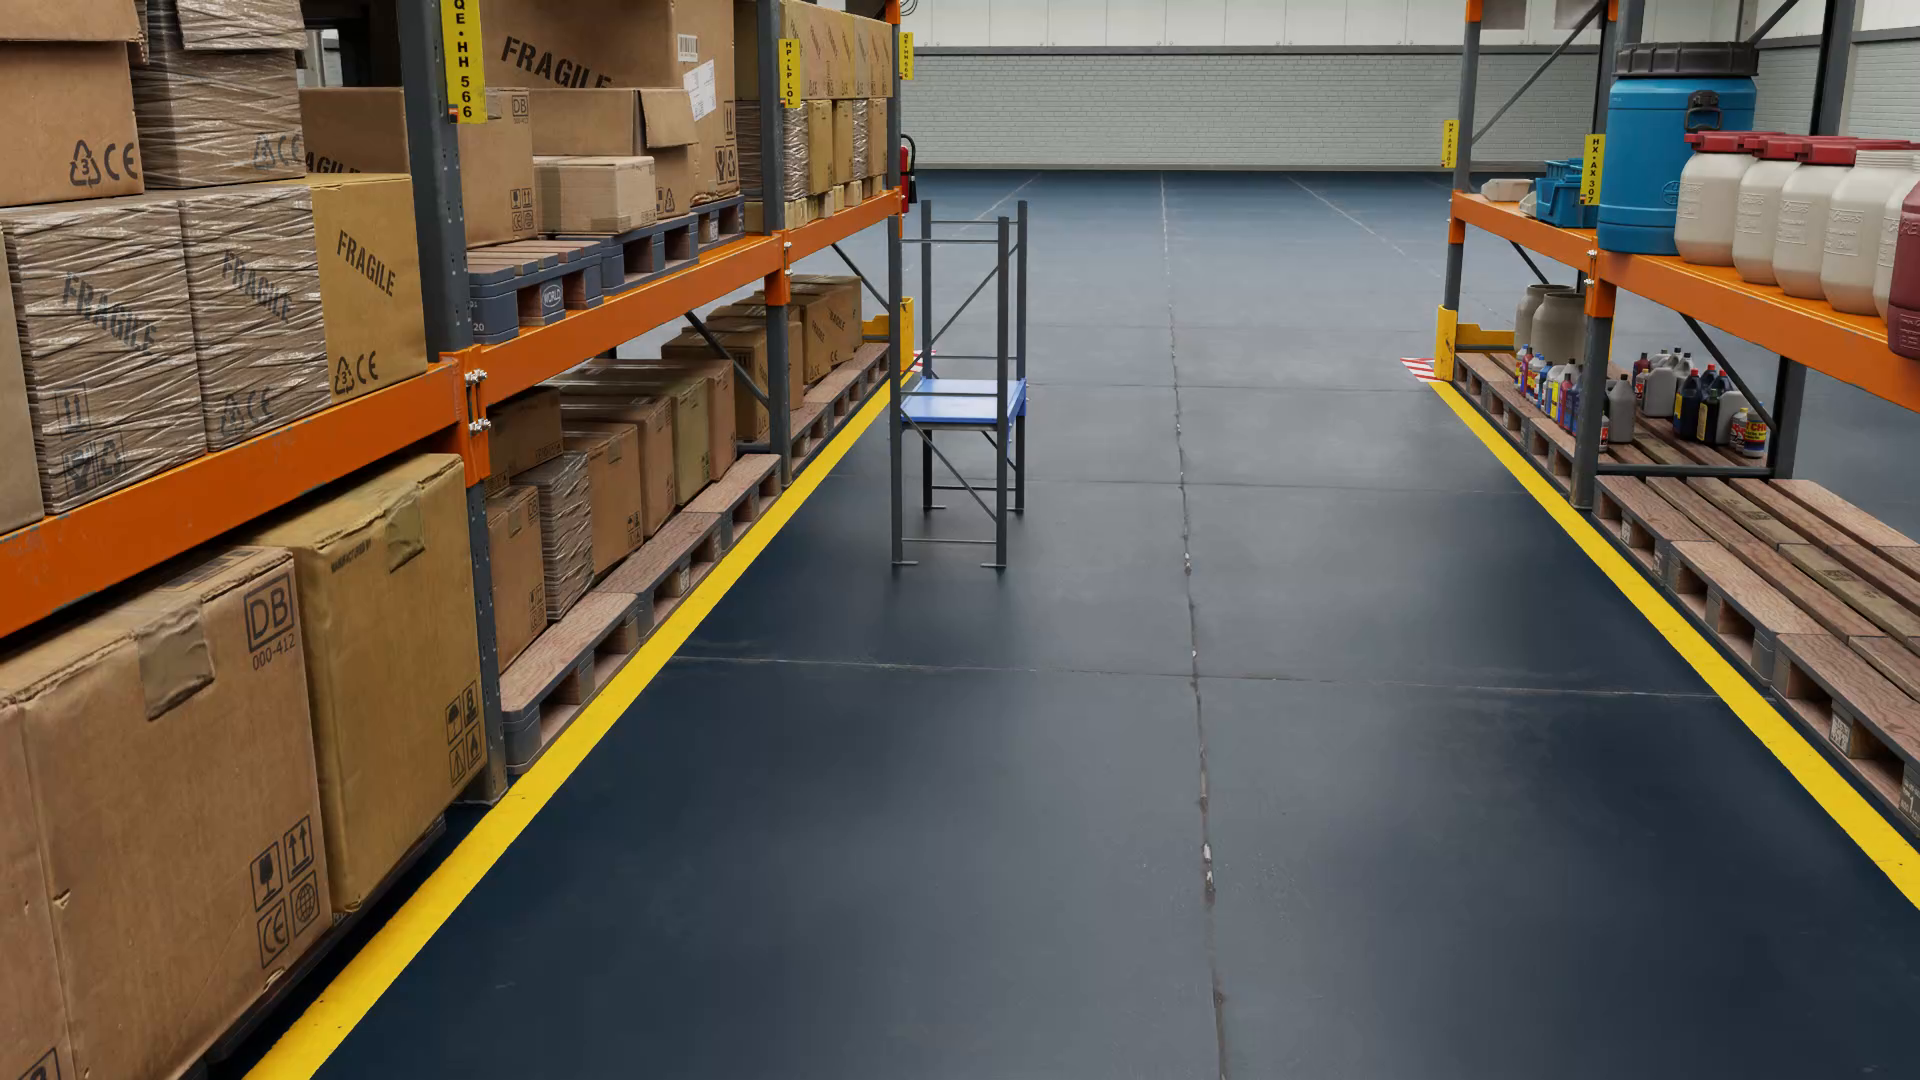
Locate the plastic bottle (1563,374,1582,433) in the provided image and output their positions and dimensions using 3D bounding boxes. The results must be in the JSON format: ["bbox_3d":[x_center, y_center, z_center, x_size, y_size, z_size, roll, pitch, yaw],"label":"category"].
[{"bbox_3d":[3.344,-0.754,8.934,0.144,0.351,0.185,1,15,3],"label":"plastic bottle"}]

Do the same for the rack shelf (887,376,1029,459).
[{"bbox_3d":[0.010,-0.572,7.595,0.538,0.185,1.000,2,15,6],"label":"rack shelf"}]

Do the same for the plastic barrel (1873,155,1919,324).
[{"bbox_3d":[2.989,-0.884,4.971,0.421,0.512,0.421,0,15,0],"label":"plastic barrel"}]

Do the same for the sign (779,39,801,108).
[{"bbox_3d":[-0.833,-2.284,8.144,0.100,0.325,0.005,2,15,6],"label":"sign"}]

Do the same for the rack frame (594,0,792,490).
[{"bbox_3d":[-1.385,-1.740,8.352,1.000,3.000,0.127,2,15,6],"label":"rack frame"}]

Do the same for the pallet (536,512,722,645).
[{"bbox_3d":[-1.607,0.125,6.796,1.003,0.211,1.213,2,15,6],"label":"pallet"}]

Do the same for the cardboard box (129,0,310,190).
[{"bbox_3d":[-1.935,-1.046,3.672,0.797,0.503,0.637,2,15,8],"label":"cardboard box"}]

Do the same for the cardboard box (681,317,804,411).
[{"bbox_3d":[-1.243,-0.988,9.553,0.500,0.500,0.500,7,17,24],"label":"cardboard box"}]

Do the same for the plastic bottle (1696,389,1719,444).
[{"bbox_3d":[3.911,-0.653,8.692,0.061,0.283,0.133,2,15,6],"label":"plastic bottle"}]

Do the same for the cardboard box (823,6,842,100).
[{"bbox_3d":[-0.970,-2.784,9.533,0.500,0.500,0.500,2,15,6],"label":"cardboard box"}]

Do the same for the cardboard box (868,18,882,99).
[{"bbox_3d":[-0.801,-3.173,10.972,0.500,0.500,0.500,2,15,6],"label":"cardboard box"}]

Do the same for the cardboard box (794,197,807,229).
[{"bbox_3d":[-1.021,-1.731,8.797,0.380,0.149,0.250,2,15,6],"label":"cardboard box"}]

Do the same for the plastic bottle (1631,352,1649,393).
[{"bbox_3d":[4.054,-0.982,9.909,0.061,0.283,0.133,2,15,6],"label":"plastic bottle"}]

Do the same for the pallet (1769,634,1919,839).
[{"bbox_3d":[3.211,0.589,5.079,1.003,0.211,1.213,2,15,6],"label":"pallet"}]

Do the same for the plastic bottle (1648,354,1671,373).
[{"bbox_3d":[4.160,-0.976,9.899,0.152,0.276,0.135,2,15,7],"label":"plastic bottle"}]

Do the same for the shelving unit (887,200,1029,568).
[{"bbox_3d":[0.010,-0.746,7.548,0.538,1.500,1.048,2,15,6],"label":"shelving unit"}]

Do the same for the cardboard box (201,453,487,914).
[{"bbox_3d":[-1.935,0.298,4.078,1.225,0.875,0.875,1,15,4],"label":"cardboard box"}]

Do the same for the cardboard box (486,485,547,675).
[{"bbox_3d":[-1.781,0.117,5.429,0.700,0.500,0.500,1,15,3],"label":"cardboard box"}]

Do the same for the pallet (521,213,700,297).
[{"bbox_3d":[-1.654,-1.125,6.444,1.003,0.211,1.213,2,15,6],"label":"pallet"}]

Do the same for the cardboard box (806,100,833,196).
[{"bbox_3d":[-1.182,-2.176,9.201,0.875,0.500,0.500,2,15,6],"label":"cardboard box"}]

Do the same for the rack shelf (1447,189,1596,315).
[{"bbox_3d":[3.762,-1.766,9.825,1.077,0.370,4.000,2,15,6],"label":"rack shelf"}]

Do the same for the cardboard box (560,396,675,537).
[{"bbox_3d":[-1.611,-0.319,7.042,0.700,0.500,0.500,0,15,1],"label":"cardboard box"}]

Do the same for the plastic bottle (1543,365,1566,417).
[{"bbox_3d":[3.403,-0.843,9.409,0.152,0.276,0.135,2,15,7],"label":"plastic bottle"}]

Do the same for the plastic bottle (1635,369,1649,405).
[{"bbox_3d":[4.018,-0.903,9.772,0.097,0.201,0.097,0,15,0],"label":"plastic bottle"}]

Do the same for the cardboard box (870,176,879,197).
[{"bbox_3d":[-0.767,-2.445,11.441,0.380,0.149,0.250,2,15,6],"label":"cardboard box"}]

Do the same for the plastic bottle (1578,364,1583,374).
[{"bbox_3d":[3.509,-0.844,9.397,0.061,0.283,0.133,2,15,6],"label":"plastic bottle"}]

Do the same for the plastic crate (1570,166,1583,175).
[{"bbox_3d":[4.149,-2.253,10.534,0.499,0.251,0.408,2,15,6],"label":"plastic crate"}]

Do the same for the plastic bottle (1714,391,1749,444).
[{"bbox_3d":[4.017,-0.647,8.682,0.152,0.276,0.135,2,15,8],"label":"plastic bottle"}]

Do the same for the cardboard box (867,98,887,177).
[{"bbox_3d":[-0.961,-2.695,11.120,0.875,0.500,0.500,2,15,6],"label":"cardboard box"}]

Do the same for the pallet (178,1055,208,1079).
[{"bbox_3d":[-2.141,1.161,2.965,1.003,0.211,1.213,2,15,6],"label":"pallet"}]

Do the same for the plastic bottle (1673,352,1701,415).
[{"bbox_3d":[4.109,-0.885,9.419,0.144,0.351,0.185,2,15,6],"label":"plastic bottle"}]

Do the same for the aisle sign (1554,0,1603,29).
[{"bbox_3d":[4.291,-3.897,11.347,0.394,0.787,0.004,2,15,6],"label":"aisle sign"}]

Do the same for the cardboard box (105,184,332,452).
[{"bbox_3d":[-1.708,-0.487,3.525,0.500,0.500,0.500,2,15,6],"label":"cardboard box"}]

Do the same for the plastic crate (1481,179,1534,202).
[{"bbox_3d":[3.567,-2.282,10.860,0.298,0.136,0.250,2,15,6],"label":"plastic crate"}]

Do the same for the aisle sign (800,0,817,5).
[{"bbox_3d":[-1.225,-4.058,11.942,0.394,0.787,0.004,2,15,6],"label":"aisle sign"}]

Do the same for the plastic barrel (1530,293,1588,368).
[{"bbox_3d":[3.932,-1.331,10.799,0.421,0.512,0.421,0,15,0],"label":"plastic barrel"}]

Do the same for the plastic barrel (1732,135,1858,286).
[{"bbox_3d":[3.127,-1.228,6.197,0.433,0.535,0.433,0,15,0],"label":"plastic barrel"}]

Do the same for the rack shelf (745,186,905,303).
[{"bbox_3d":[-1.160,-1.912,10.364,1.077,0.370,4.000,2,15,6],"label":"rack shelf"}]

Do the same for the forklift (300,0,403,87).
[{"bbox_3d":[-3.325,-1.583,7.903,1.130,2.935,3.031,3,15,10],"label":"forklift"}]

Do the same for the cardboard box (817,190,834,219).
[{"bbox_3d":[-0.933,-1.925,9.516,0.380,0.149,0.250,2,15,6],"label":"cardboard box"}]

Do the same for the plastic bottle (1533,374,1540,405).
[{"bbox_3d":[3.412,-0.892,9.732,0.097,0.201,0.097,0,15,0],"label":"plastic bottle"}]

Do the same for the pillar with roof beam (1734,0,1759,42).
[{"bbox_3d":[13.719,-12.937,38.265,9.100,9.000,0.400,2,15,6],"label":"pillar with roof beam"}]

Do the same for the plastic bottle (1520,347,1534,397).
[{"bbox_3d":[3.429,-1.014,10.026,0.061,0.283,0.133,2,15,7],"label":"plastic bottle"}]

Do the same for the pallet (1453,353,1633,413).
[{"bbox_3d":[3.929,-1.054,11.157,1.003,0.211,1.213,2,15,6],"label":"pallet"}]

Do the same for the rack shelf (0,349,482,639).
[{"bbox_3d":[-2.062,0.163,2.691,1.077,0.370,4.000,2,15,6],"label":"rack shelf"}]

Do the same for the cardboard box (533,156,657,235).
[{"bbox_3d":[-1.419,-1.261,6.063,0.500,0.250,0.500,1,15,5],"label":"cardboard box"}]

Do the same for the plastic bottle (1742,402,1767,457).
[{"bbox_3d":[4.008,-0.560,8.369,0.097,0.271,0.097,0,15,0],"label":"plastic bottle"}]

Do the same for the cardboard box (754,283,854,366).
[{"bbox_3d":[-1.054,-1.456,11.286,0.500,0.500,0.500,6,16,21],"label":"cardboard box"}]

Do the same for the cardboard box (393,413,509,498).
[{"bbox_3d":[-1.791,-0.245,5.332,0.500,0.250,0.500,2,15,9],"label":"cardboard box"}]

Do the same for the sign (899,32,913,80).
[{"bbox_3d":[-0.385,-3.468,11.917,0.100,0.325,0.005,2,15,6],"label":"sign"}]

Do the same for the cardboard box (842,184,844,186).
[{"bbox_3d":[-0.923,-2.122,10.243,0.380,0.149,0.250,2,15,6],"label":"cardboard box"}]

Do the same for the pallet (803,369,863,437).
[{"bbox_3d":[-1.210,-0.887,10.538,1.003,0.211,1.213,2,15,6],"label":"pallet"}]
